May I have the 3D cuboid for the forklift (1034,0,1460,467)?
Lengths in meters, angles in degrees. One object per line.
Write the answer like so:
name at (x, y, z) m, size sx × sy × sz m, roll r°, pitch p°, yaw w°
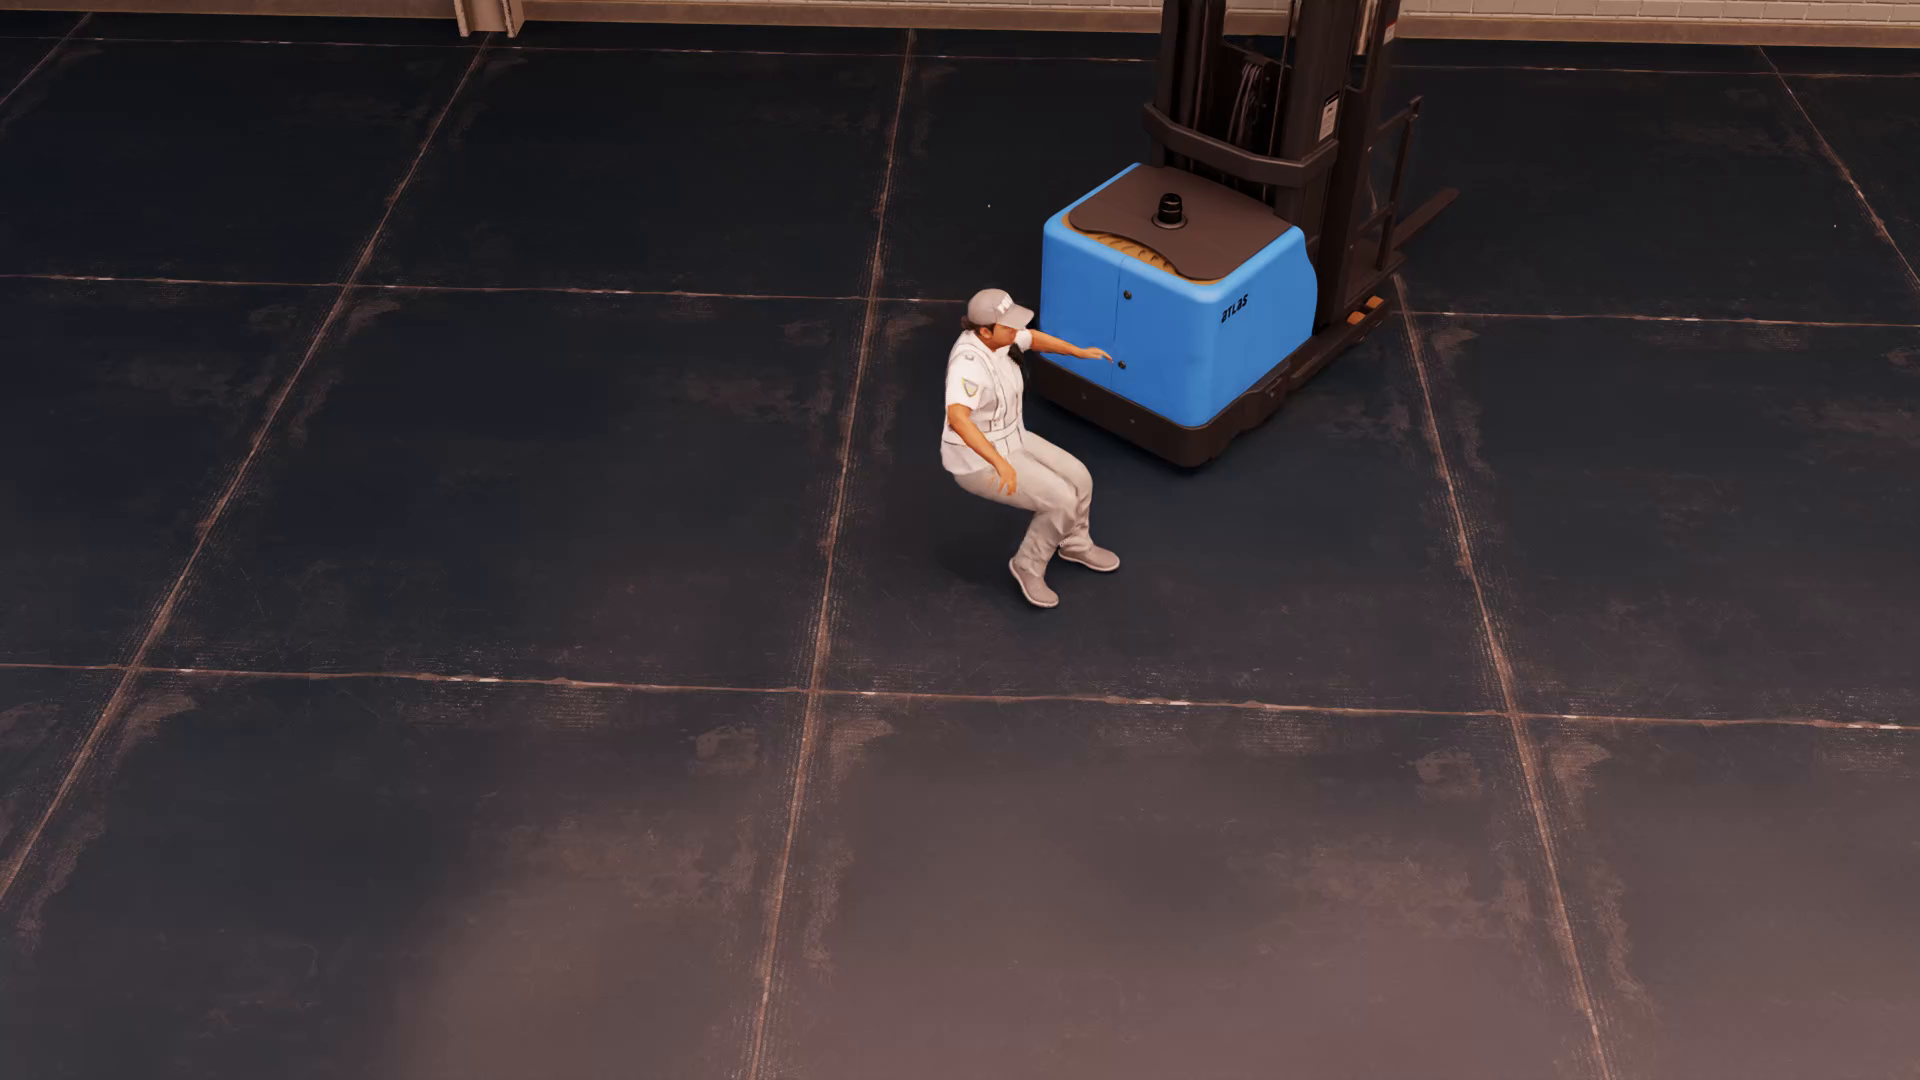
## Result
forklift at (1.727, -2.364, 8.332) m, size 1.130 × 2.935 × 3.031 m, roll 30°, pitch 50°, yaw 29°

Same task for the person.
person at (0.333, -0.430, 7.317) m, size 0.824 × 1.429 × 0.912 m, roll 7°, pitch 43°, yaw 7°
